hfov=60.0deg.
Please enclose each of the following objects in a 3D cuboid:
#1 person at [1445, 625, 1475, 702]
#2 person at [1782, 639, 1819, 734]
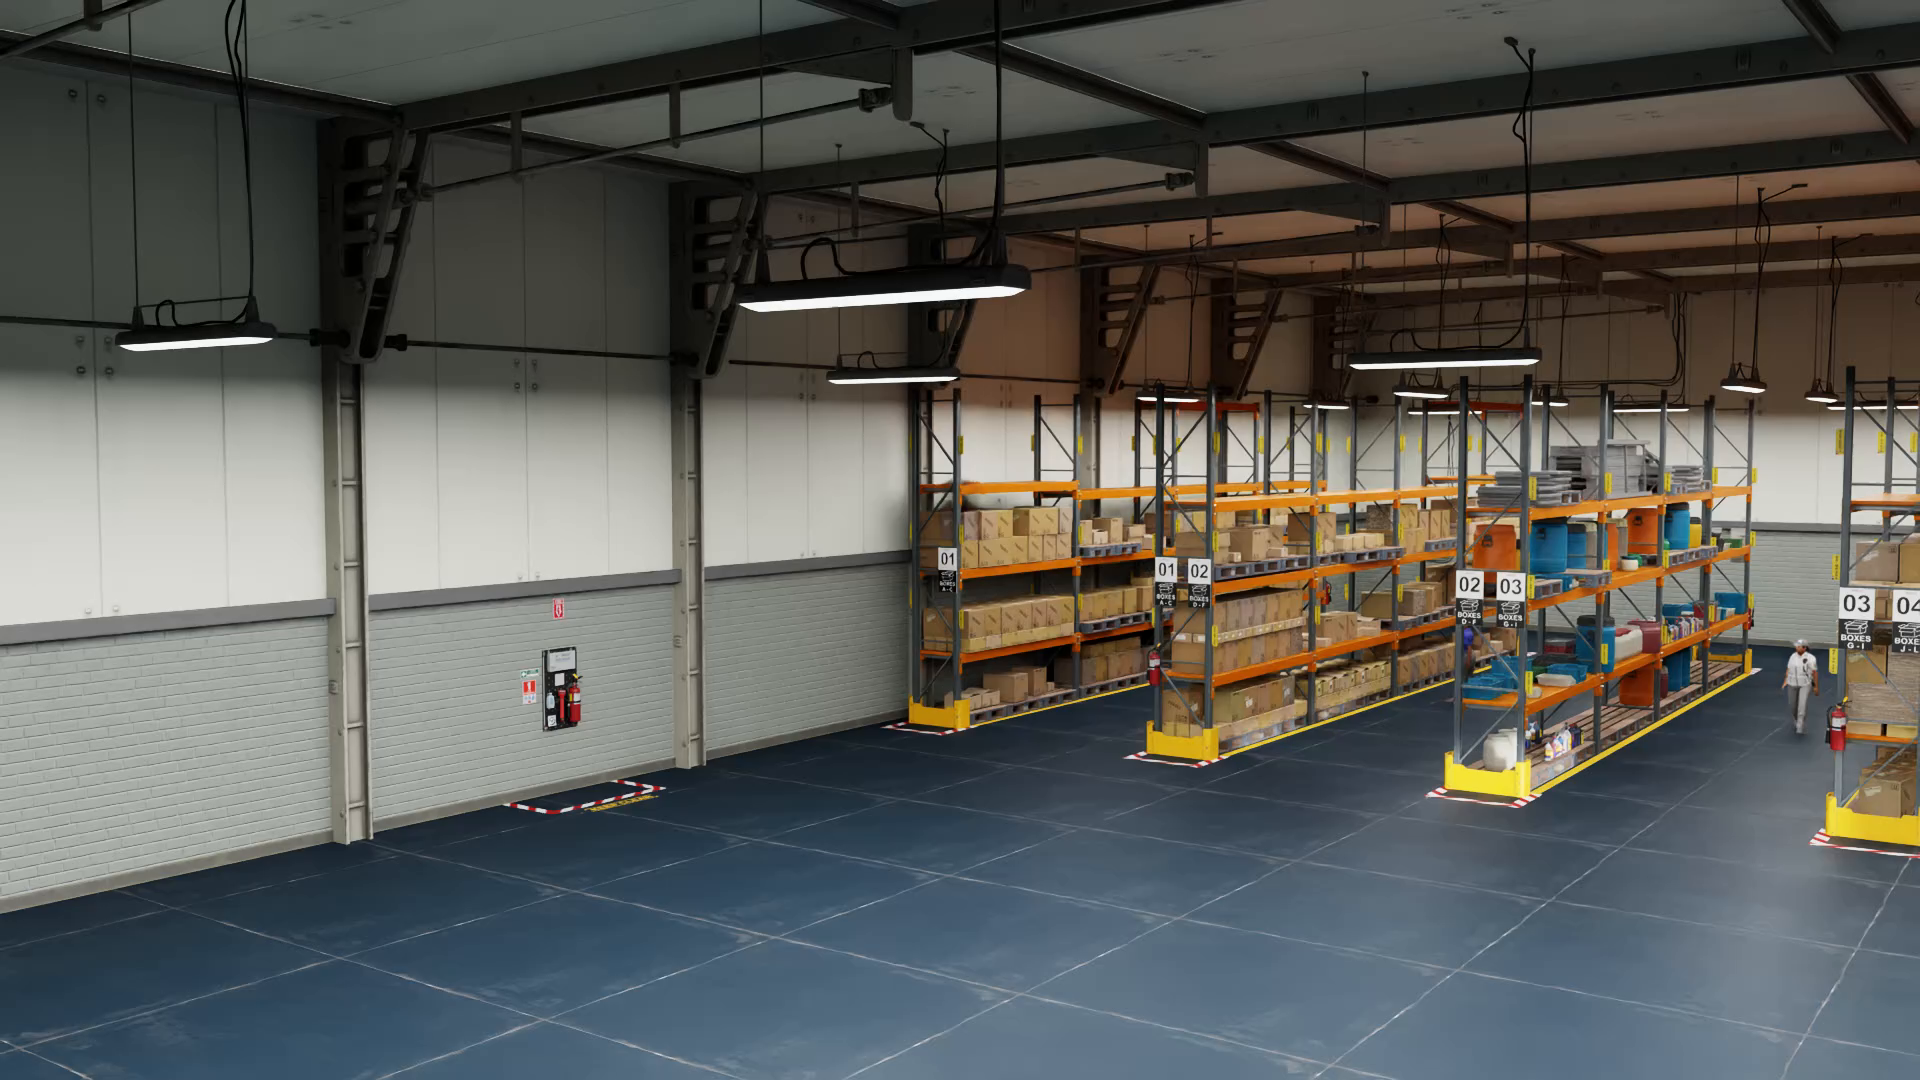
[{"bbox_3d":[9.780,2.327,32.432,0.553,1.650,0.476,1,4,22],"label":"person"},{"bbox_3d":[14.698,2.537,29.045,0.572,1.623,0.929,3,4,40],"label":"person"}]
